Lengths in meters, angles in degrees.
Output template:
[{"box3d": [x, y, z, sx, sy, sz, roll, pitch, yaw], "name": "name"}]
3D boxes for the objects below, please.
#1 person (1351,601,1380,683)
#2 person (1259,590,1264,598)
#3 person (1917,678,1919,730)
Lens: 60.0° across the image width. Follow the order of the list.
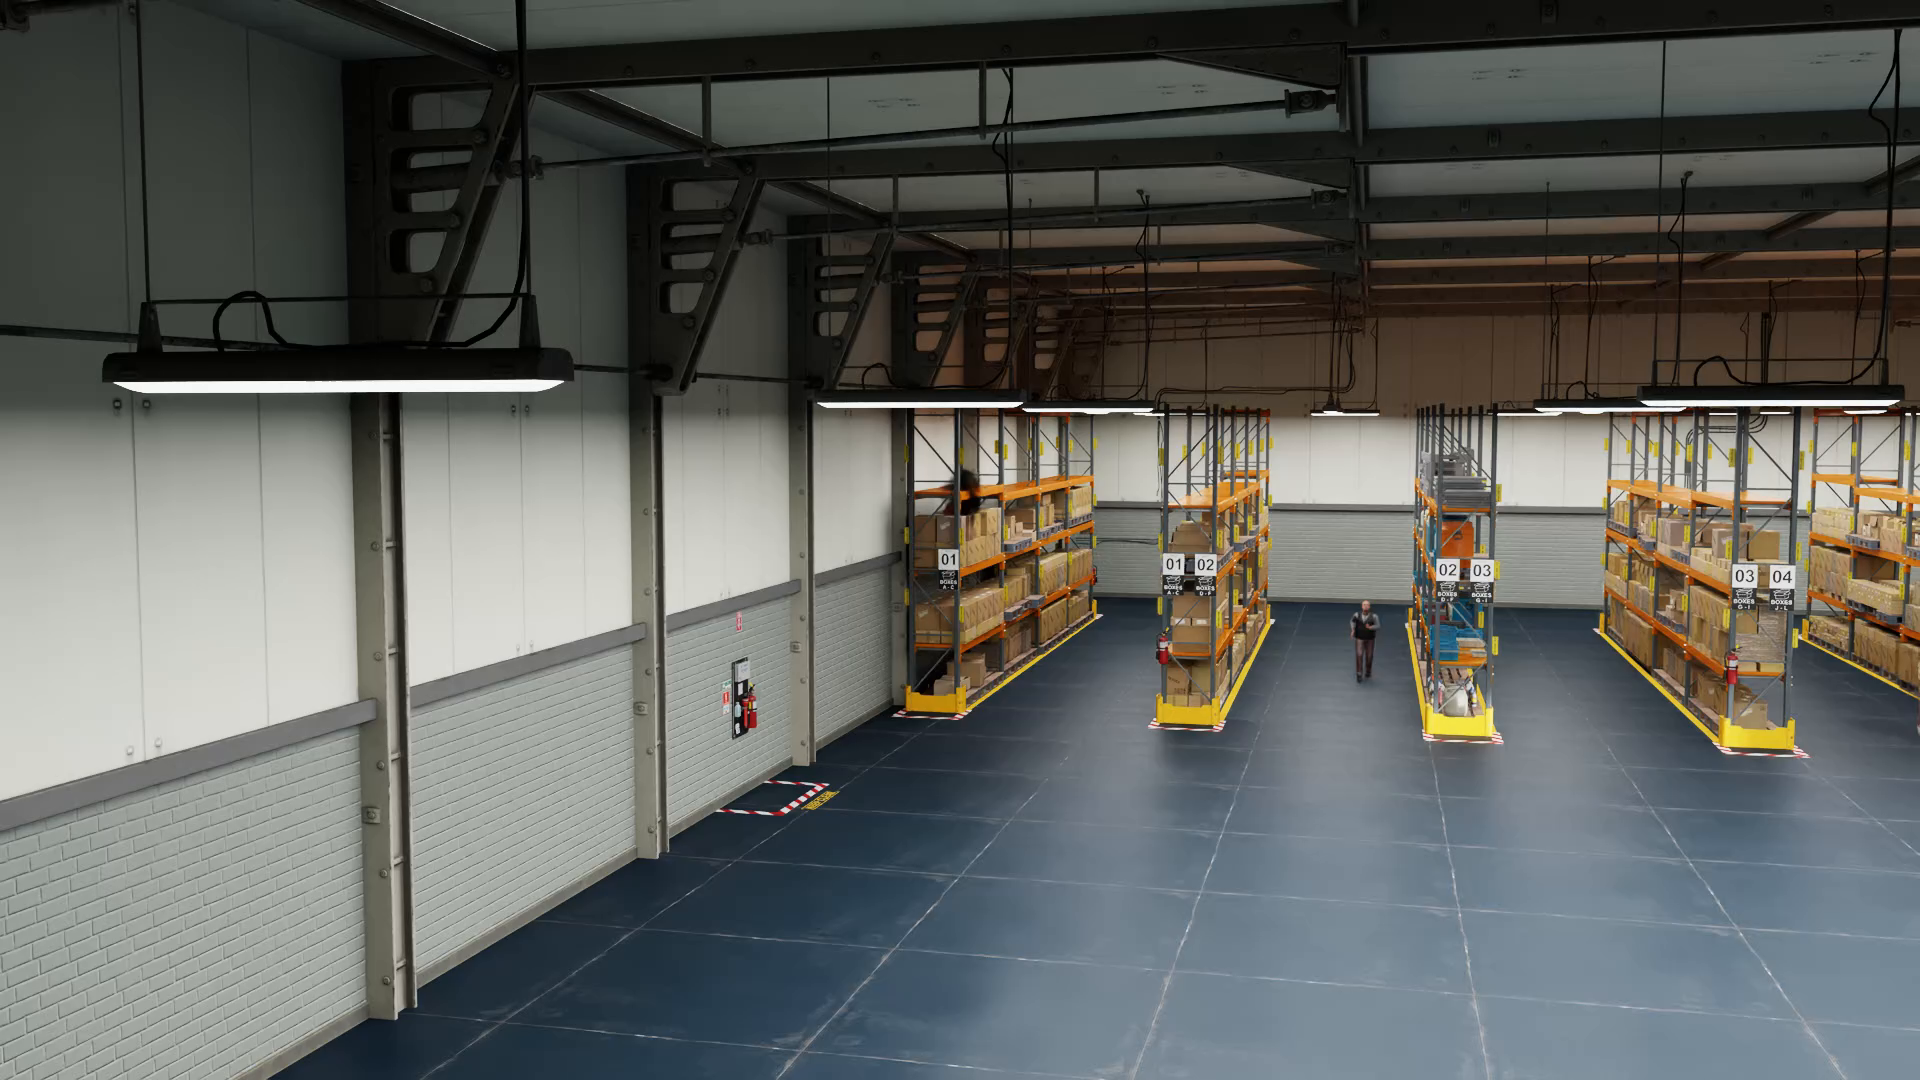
[{"box3d": [8.843, 2.194, 36.305, 0.644, 1.731, 0.904, 1, 4, 15], "name": "person"}, {"box3d": [8.481, 1.383, 47.844, 0.788, 1.803, 0.701, 2, 4, 21], "name": "person"}, {"box3d": [17.232, 2.763, 29.353, 0.601, 1.661, 0.944, 0, 4, 1], "name": "person"}]
